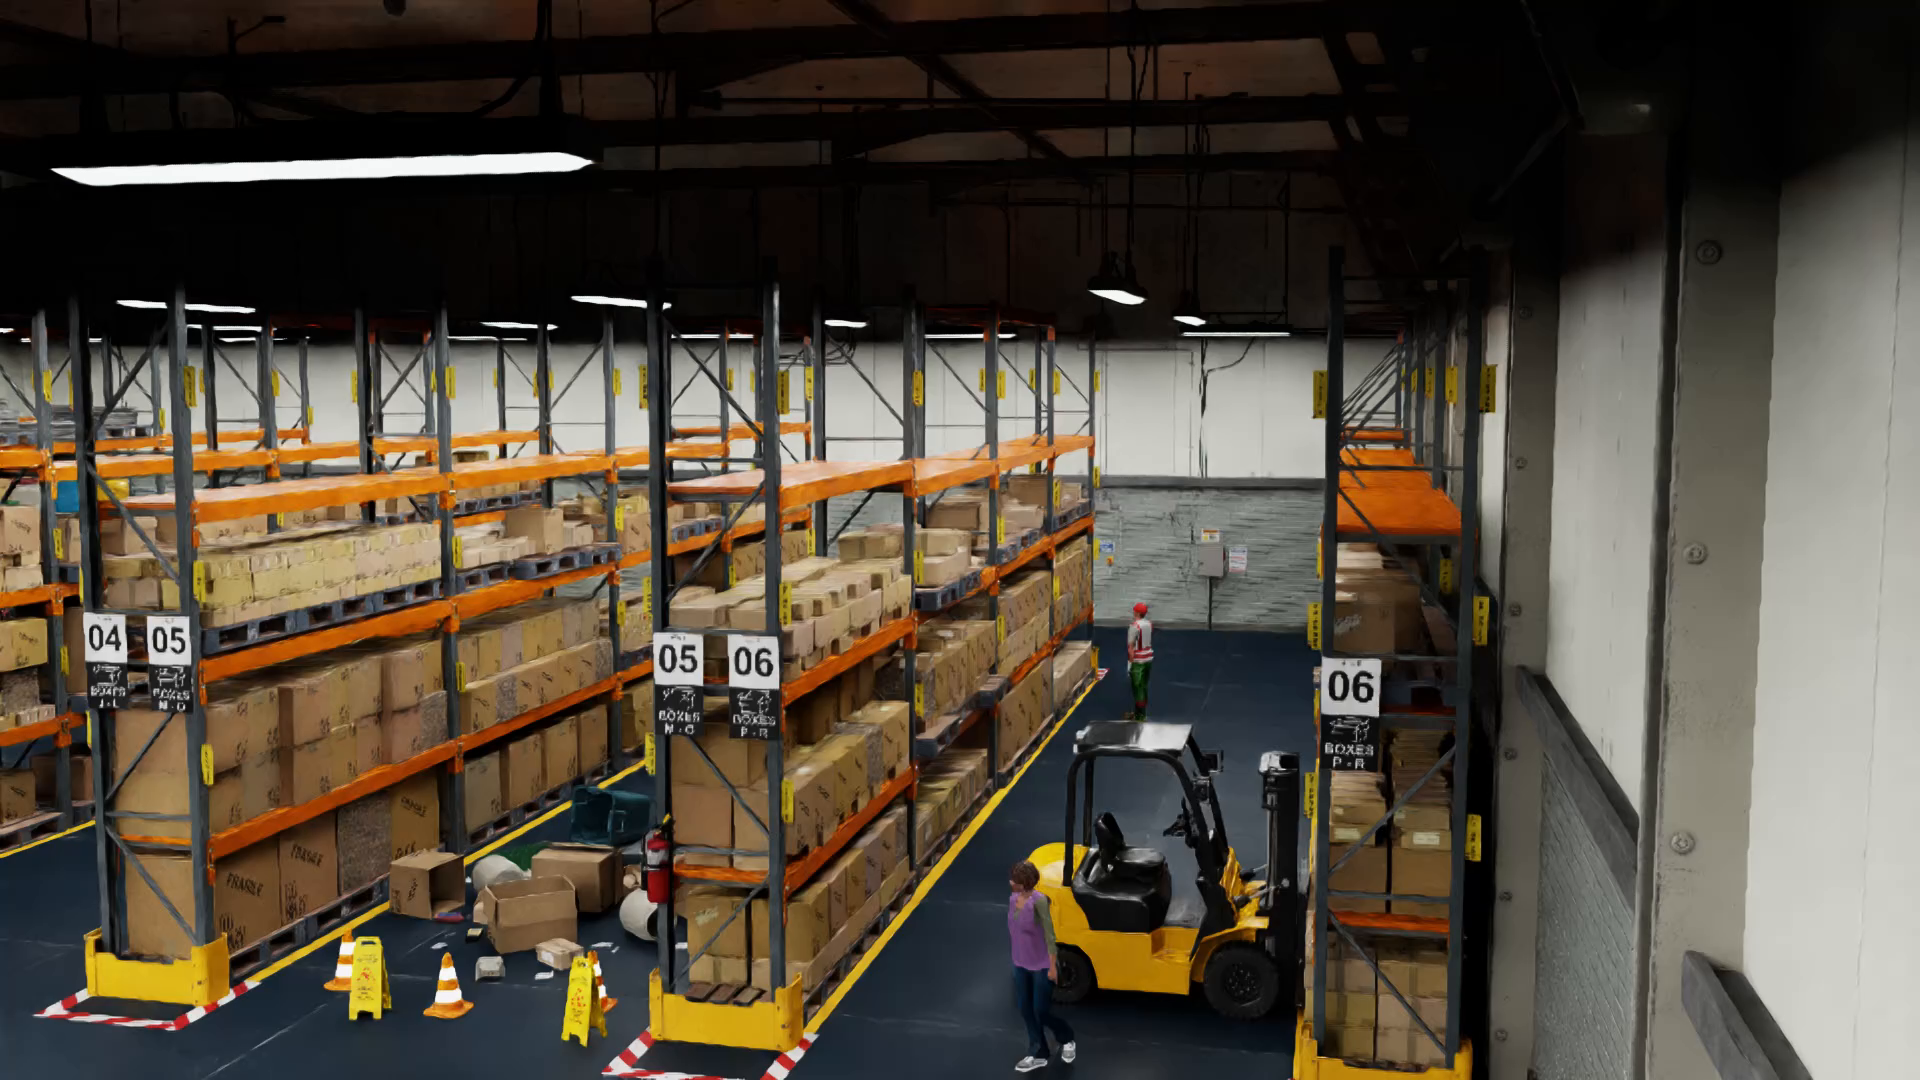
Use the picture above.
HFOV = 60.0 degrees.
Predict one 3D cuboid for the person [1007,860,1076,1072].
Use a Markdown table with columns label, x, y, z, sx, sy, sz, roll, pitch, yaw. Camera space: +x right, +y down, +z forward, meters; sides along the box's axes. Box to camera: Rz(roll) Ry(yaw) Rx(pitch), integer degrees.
| label | x | y | z | sx | sy | sz | roll | pitch | yaw |
| --- | --- | --- | --- | --- | --- | --- | --- | --- | --- |
| person | 0.608 | 3.138 | 12.324 | 0.501 | 1.589 | 0.473 | -5 | 7 | -38 |

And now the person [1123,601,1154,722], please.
| label | x | y | z | sx | sy | sz | roll | pitch | yaw |
| --- | --- | --- | --- | --- | --- | --- | --- | --- | --- |
| person | 2.589 | 1.789 | 24.447 | 0.494 | 1.786 | 0.606 | 5 | 8 | 41 |
